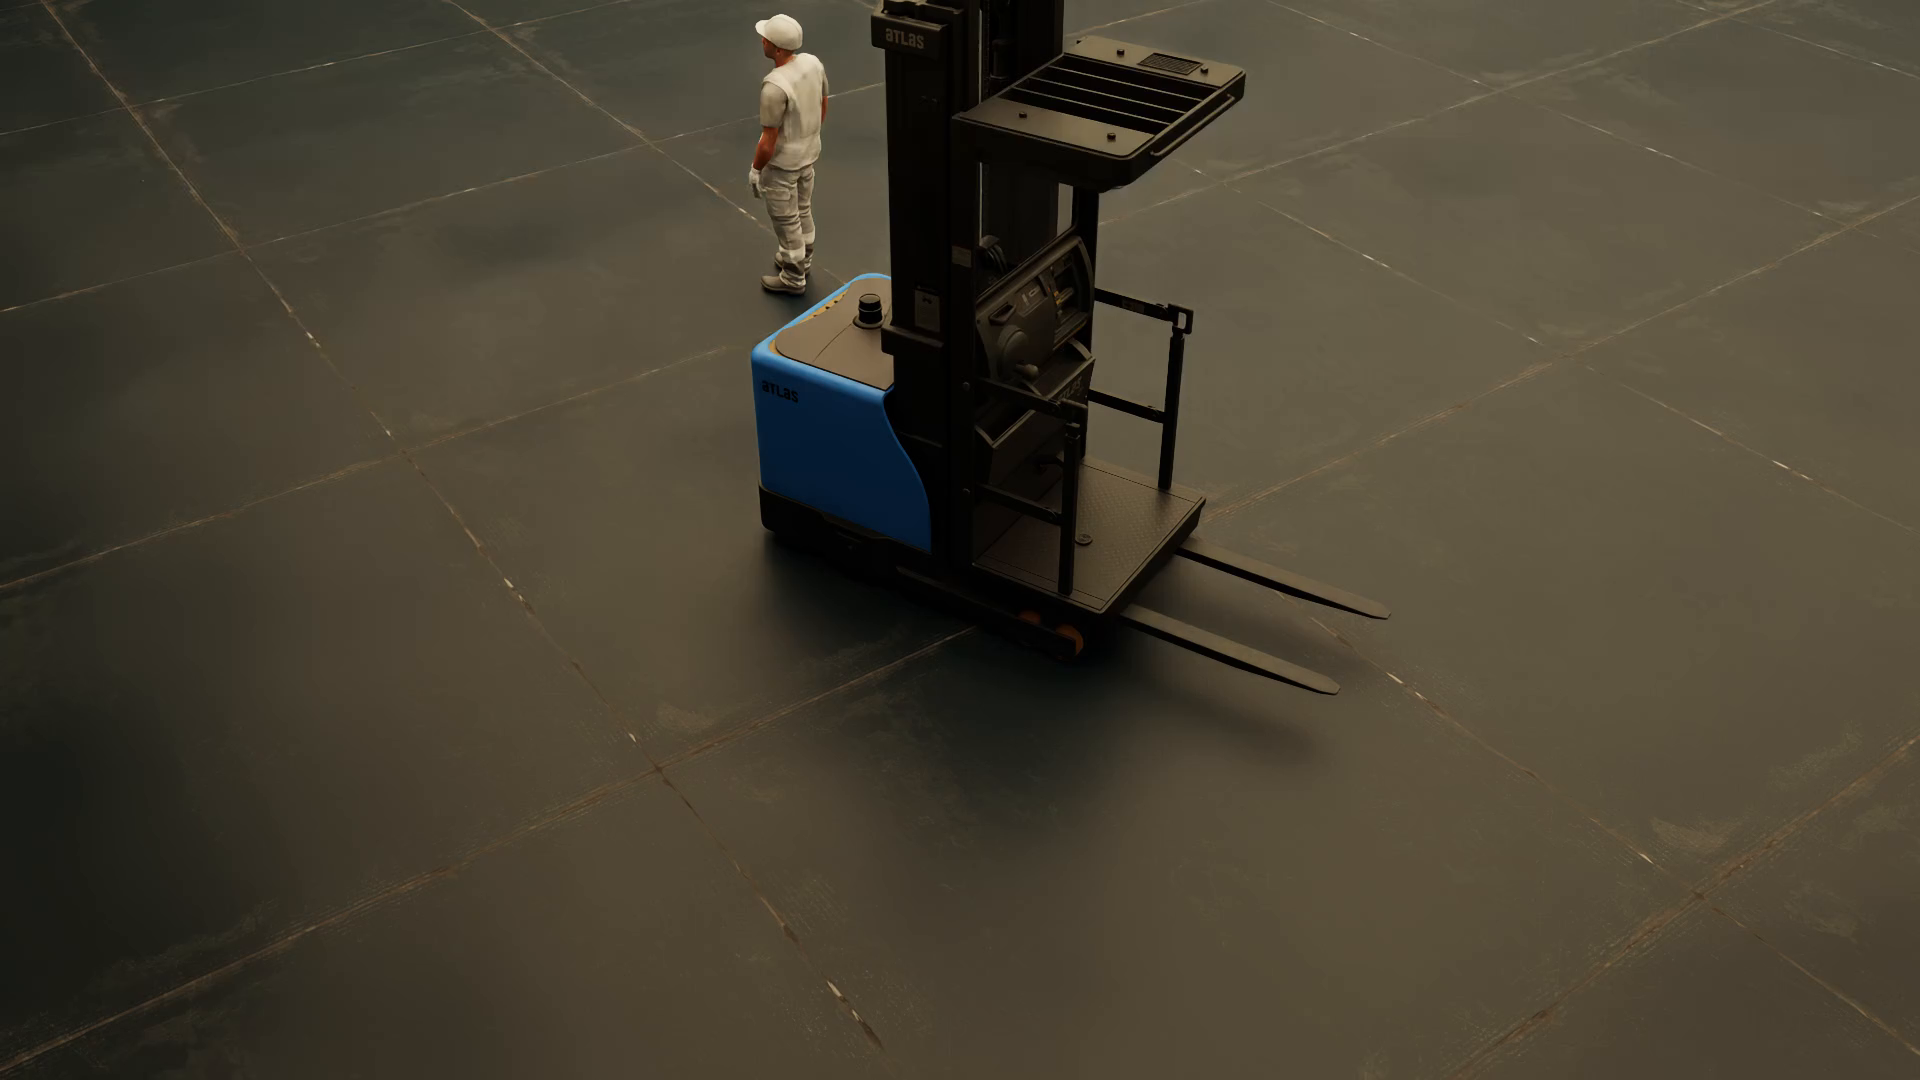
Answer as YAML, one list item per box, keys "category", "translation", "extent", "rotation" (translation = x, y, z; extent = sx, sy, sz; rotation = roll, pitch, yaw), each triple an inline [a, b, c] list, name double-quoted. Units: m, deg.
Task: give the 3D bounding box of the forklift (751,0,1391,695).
- category: "forklift"
  translation: [0.514, -0.985, 7.276]
  extent: [3.031, 2.935, 1.130]
  rotation: [21, 41, 26]

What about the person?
- category: "person"
  translation: [-1.094, -2.322, 10.033]
  extent: [0.564, 1.788, 0.637]
  rotation: [20, 41, 25]
